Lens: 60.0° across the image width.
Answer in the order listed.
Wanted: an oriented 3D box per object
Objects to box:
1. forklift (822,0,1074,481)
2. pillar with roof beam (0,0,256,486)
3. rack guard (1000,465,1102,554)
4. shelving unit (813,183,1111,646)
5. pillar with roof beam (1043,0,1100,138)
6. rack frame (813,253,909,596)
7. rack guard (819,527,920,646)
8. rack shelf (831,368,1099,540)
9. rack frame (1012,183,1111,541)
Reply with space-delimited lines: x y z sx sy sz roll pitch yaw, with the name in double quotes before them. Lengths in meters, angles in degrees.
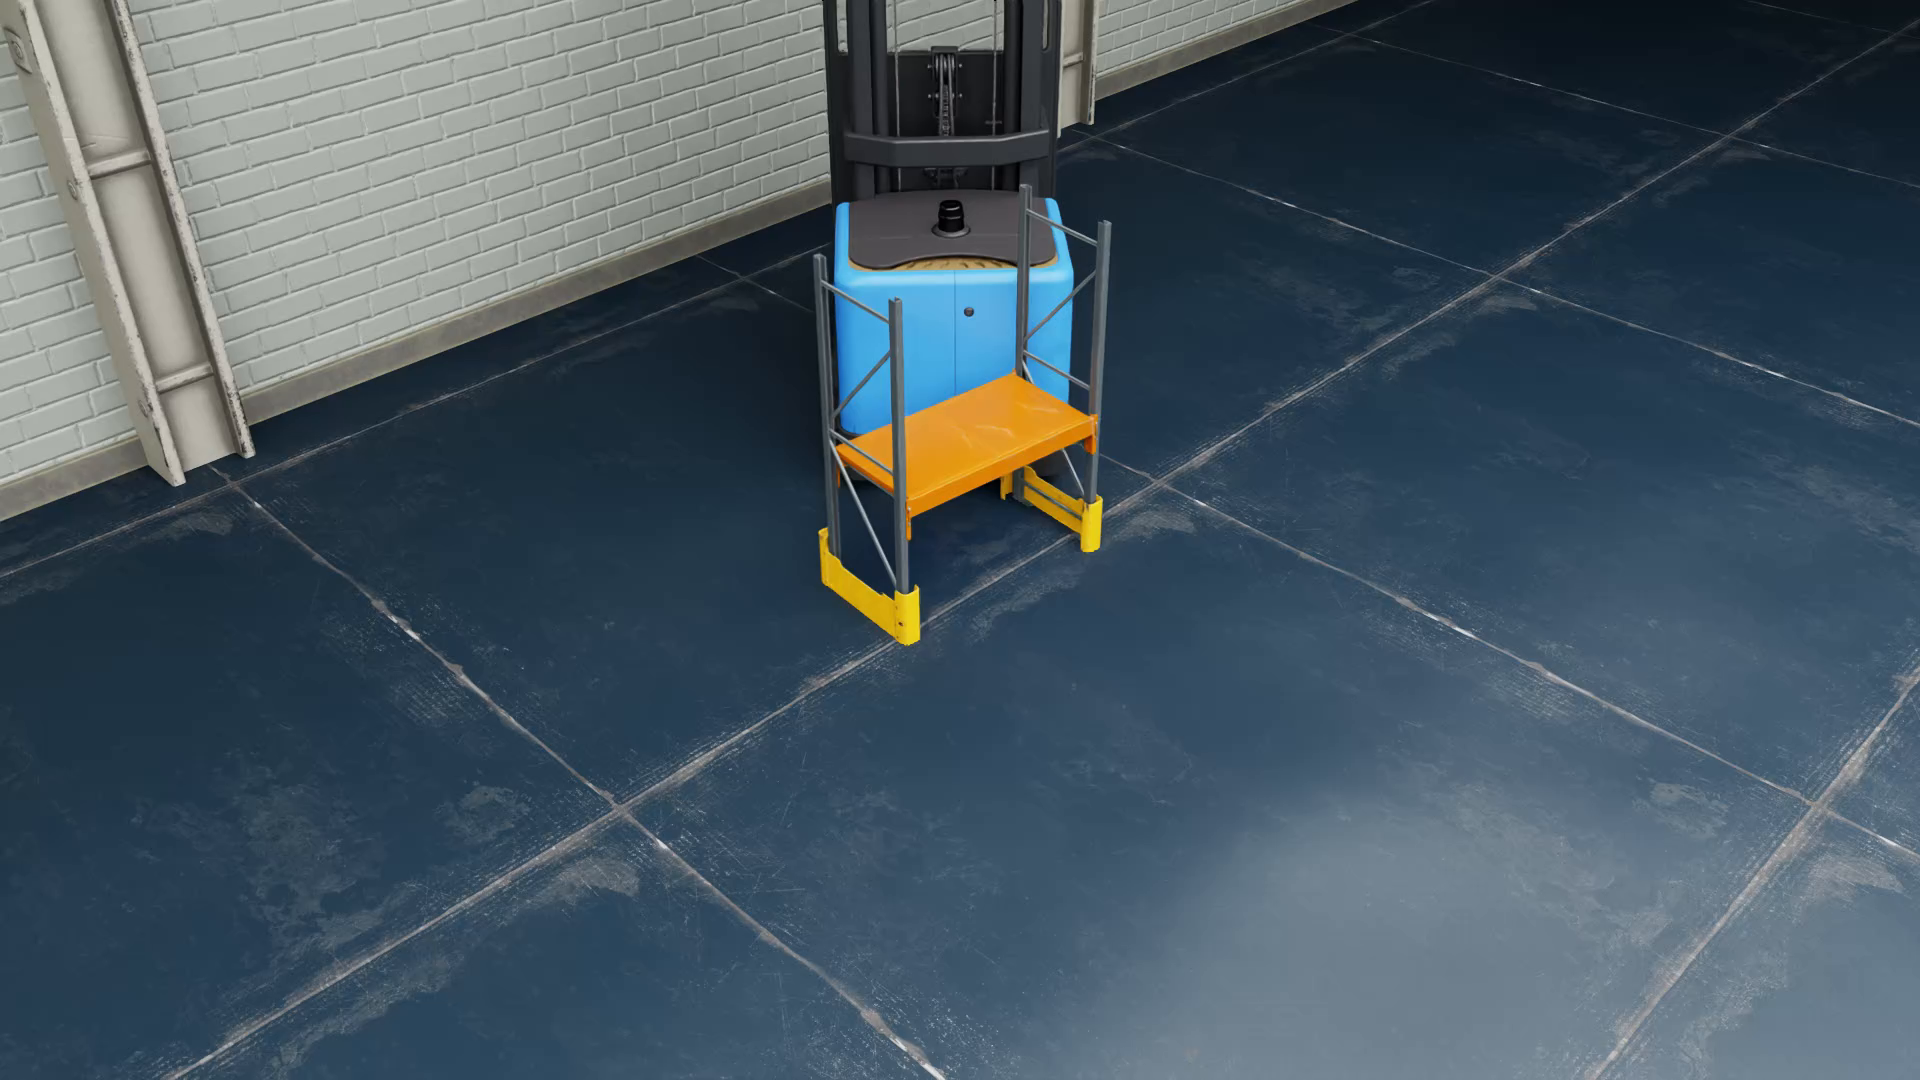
"forklift" -0.093 -2.286 7.966 1.130 2.935 3.031 -2 35 -2
"pillar with roof beam" -0.505 -2.341 2.740 9.100 9.000 0.400 30 45 35
"rack guard" 0.394 -0.183 7.294 0.087 0.250 0.587 -25 42 -32
"shelving unit" 0.011 -0.513 6.675 1.083 1.500 0.587 -25 42 -32
"pillar with roof beam" 3.723 -4.777 6.233 9.100 9.000 0.400 30 45 35
"rack frame" -0.372 -0.330 6.413 0.032 1.500 0.500 -25 42 -32
"rack guard" -0.372 0.182 6.771 0.087 0.250 0.587 -25 42 -32
"rack shelf" 0.018 -0.369 6.782 1.000 0.185 0.538 -25 42 -32
"rack frame" 0.409 -0.703 6.946 0.032 1.500 0.500 -25 42 -32
